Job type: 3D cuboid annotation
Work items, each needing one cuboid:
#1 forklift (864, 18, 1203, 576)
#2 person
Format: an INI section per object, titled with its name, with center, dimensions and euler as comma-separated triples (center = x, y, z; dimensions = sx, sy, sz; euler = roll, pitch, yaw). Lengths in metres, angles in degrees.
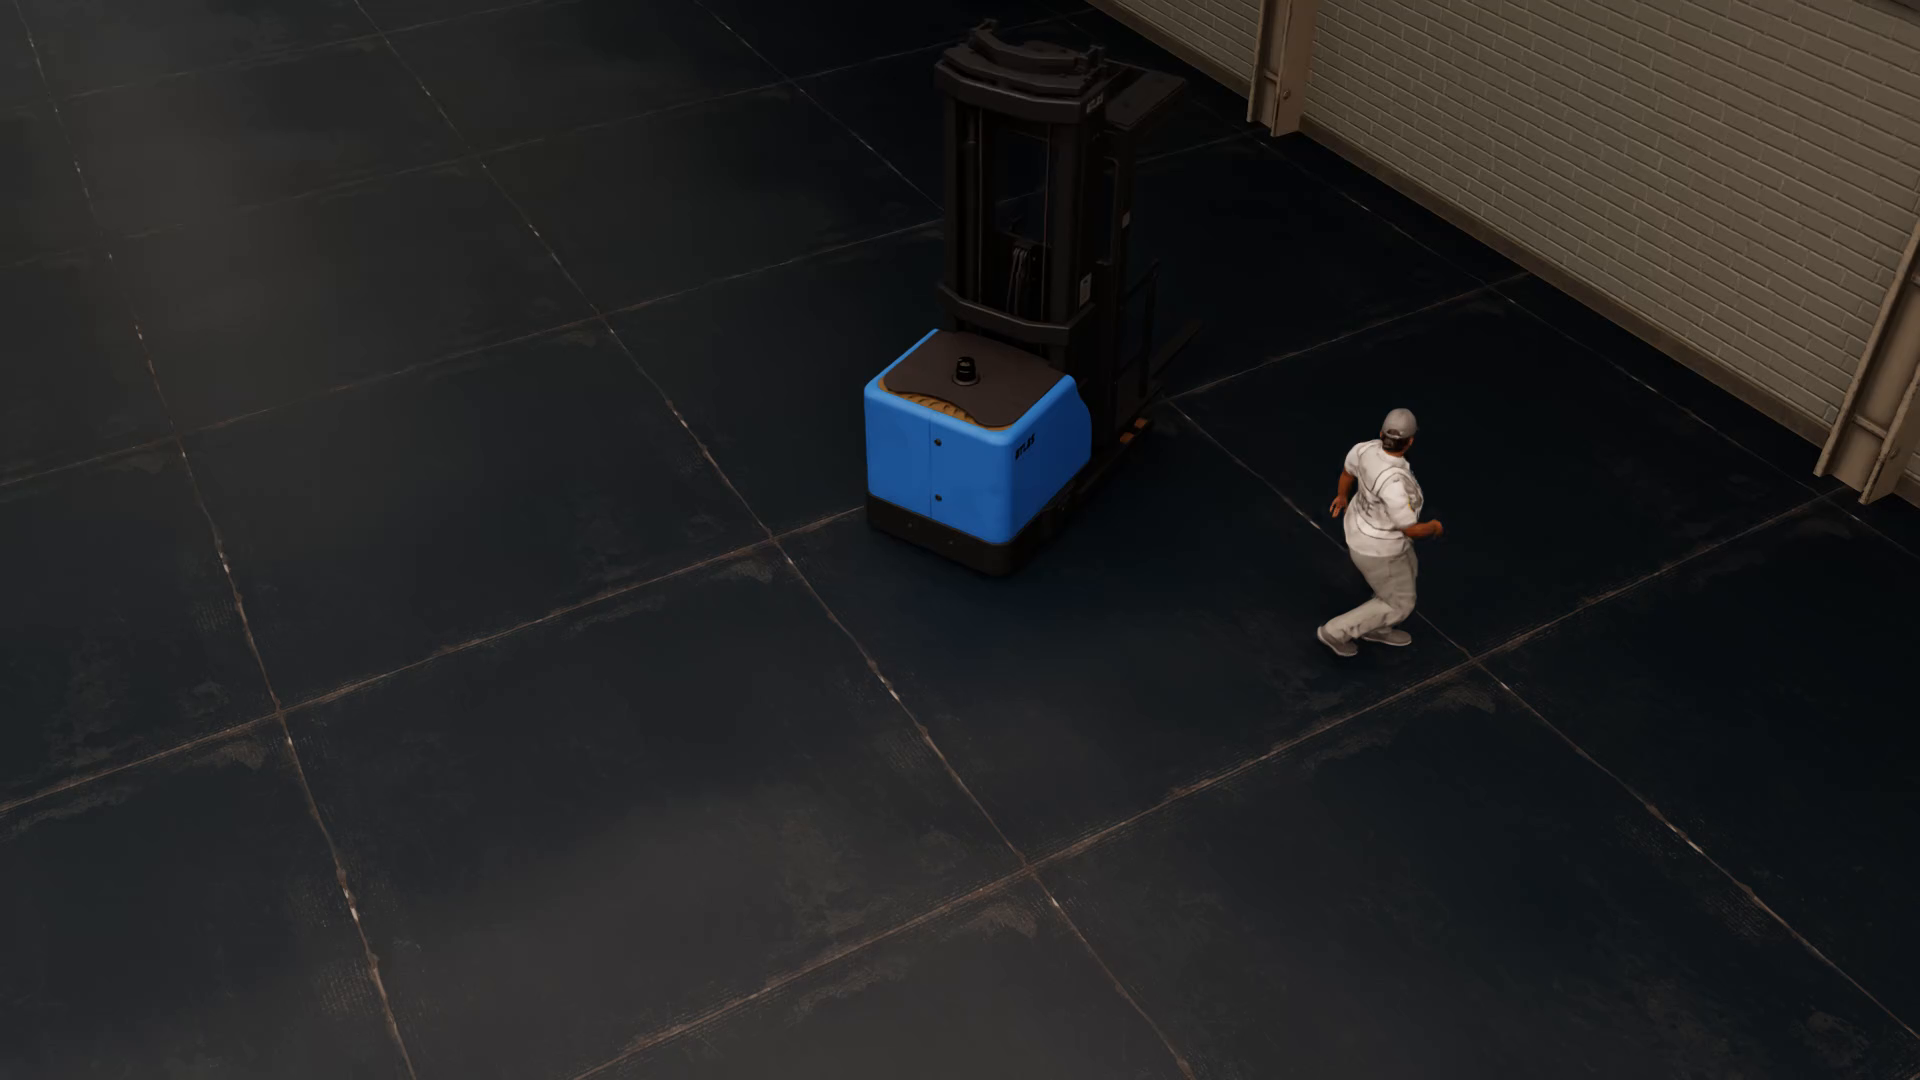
[forklift]
center = 0.637, -1.824, 10.235
dimensions = 1.130, 2.935, 3.031
euler = 22, 45, 25
[person]
center = 2.326, -0.035, 9.128
dimensions = 0.595, 1.610, 0.630
euler = 3, 40, 4
